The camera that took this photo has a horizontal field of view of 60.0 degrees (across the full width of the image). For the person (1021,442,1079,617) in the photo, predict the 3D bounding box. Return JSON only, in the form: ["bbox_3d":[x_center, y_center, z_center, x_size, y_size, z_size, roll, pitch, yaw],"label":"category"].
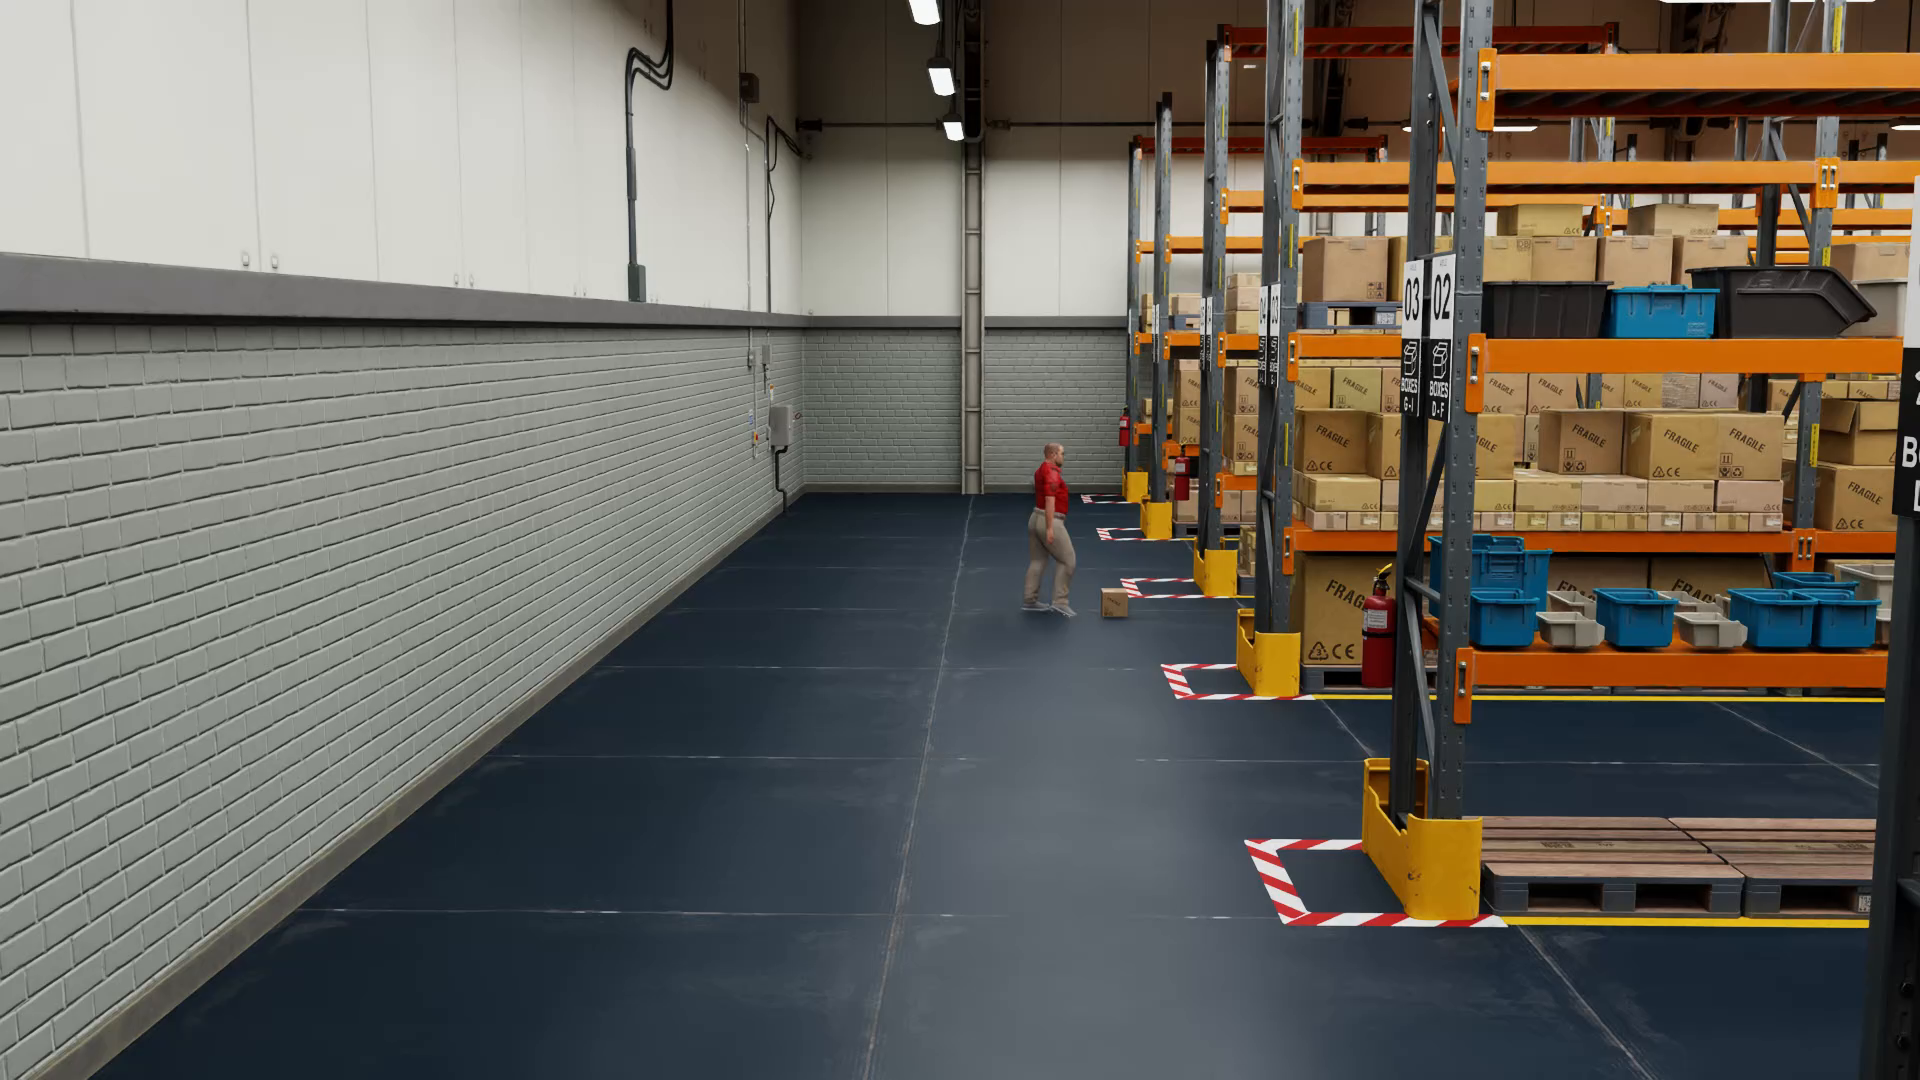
[{"bbox_3d":[0.899,-0.088,16.691,0.521,1.792,0.553,-3,8,-22],"label":"person"}]
